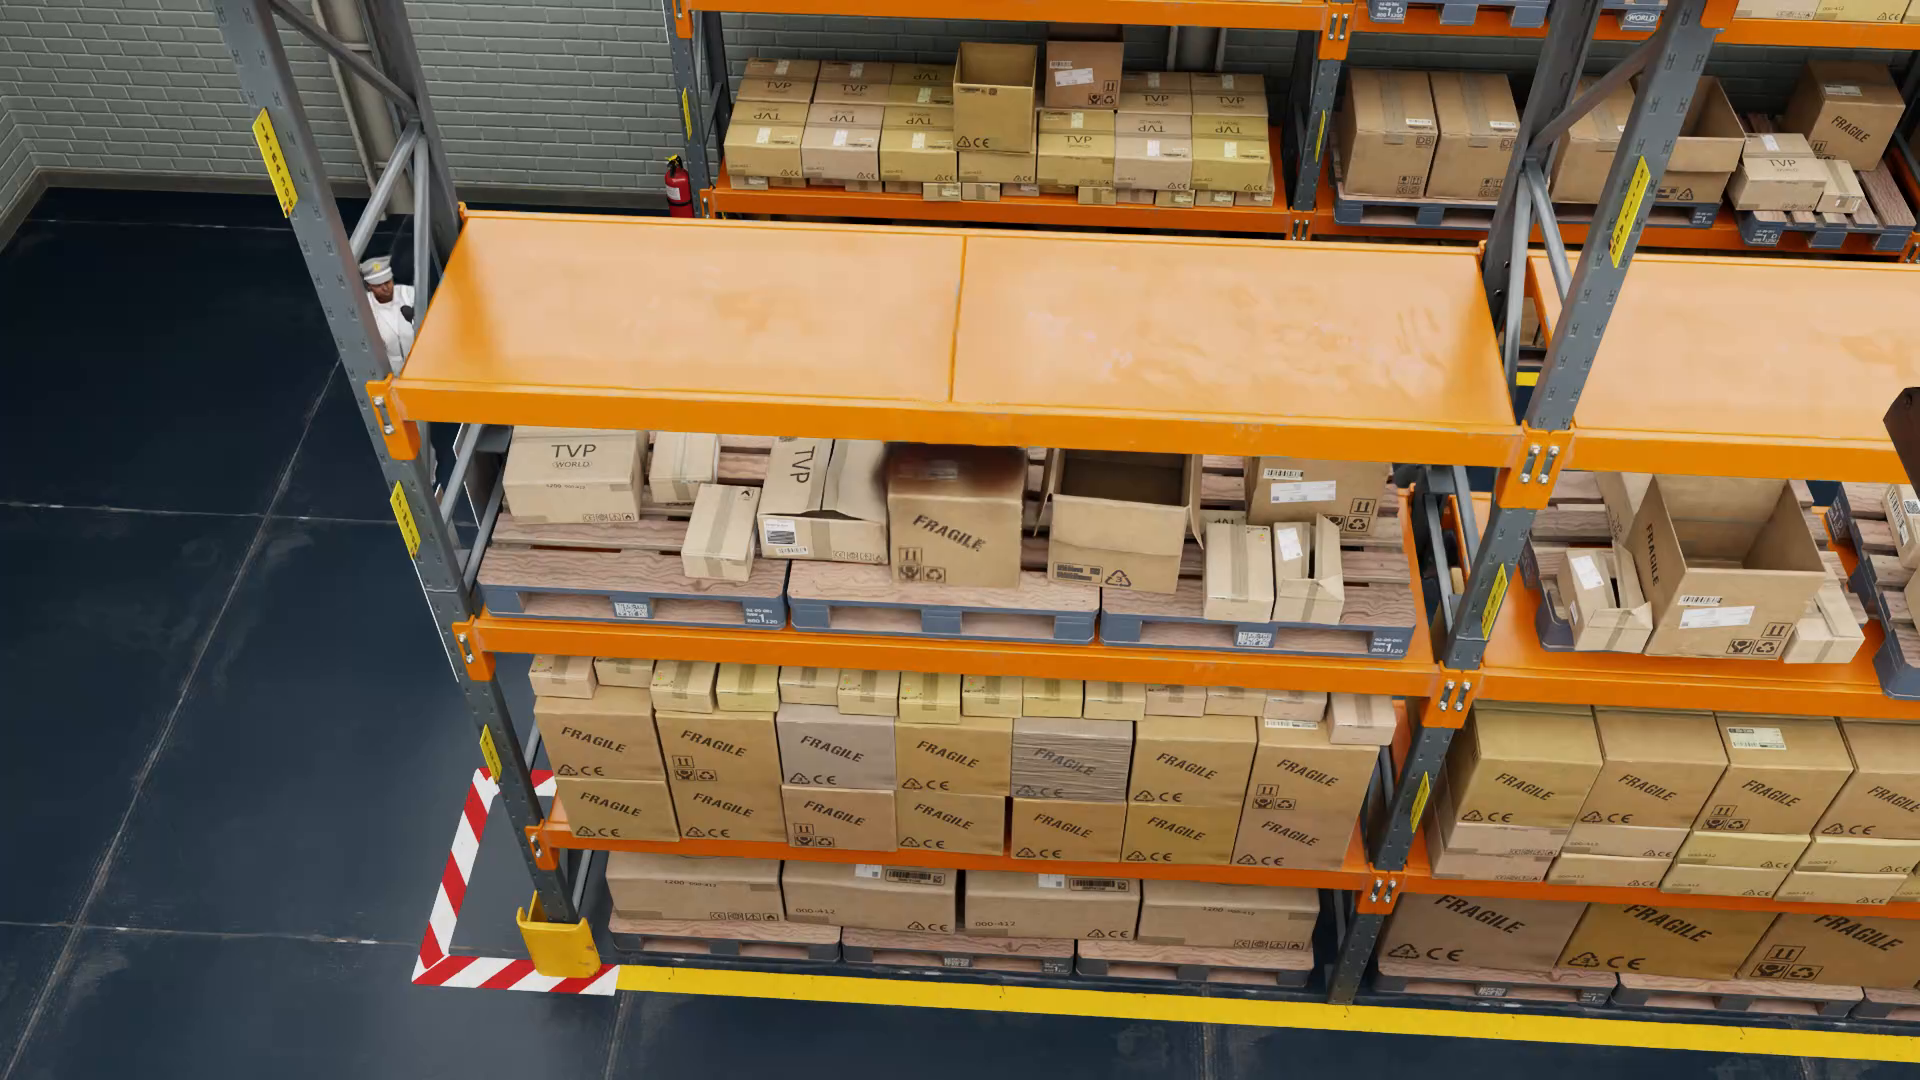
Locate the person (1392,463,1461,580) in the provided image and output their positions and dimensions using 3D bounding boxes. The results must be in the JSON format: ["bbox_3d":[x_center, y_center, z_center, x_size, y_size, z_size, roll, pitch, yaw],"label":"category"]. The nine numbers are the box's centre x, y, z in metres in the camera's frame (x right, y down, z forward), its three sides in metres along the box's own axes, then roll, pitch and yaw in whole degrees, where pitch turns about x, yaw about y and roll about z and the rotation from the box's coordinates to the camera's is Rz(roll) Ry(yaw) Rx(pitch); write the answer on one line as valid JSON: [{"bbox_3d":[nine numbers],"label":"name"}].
[{"bbox_3d":[2.672,-0.345,9.673,0.810,1.648,0.491,-6,48,-5],"label":"person"}]

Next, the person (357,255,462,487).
[{"bbox_3d":[-3.521,-1.142,10.633,0.478,1.653,0.725,-2,48,-1],"label":"person"}]
